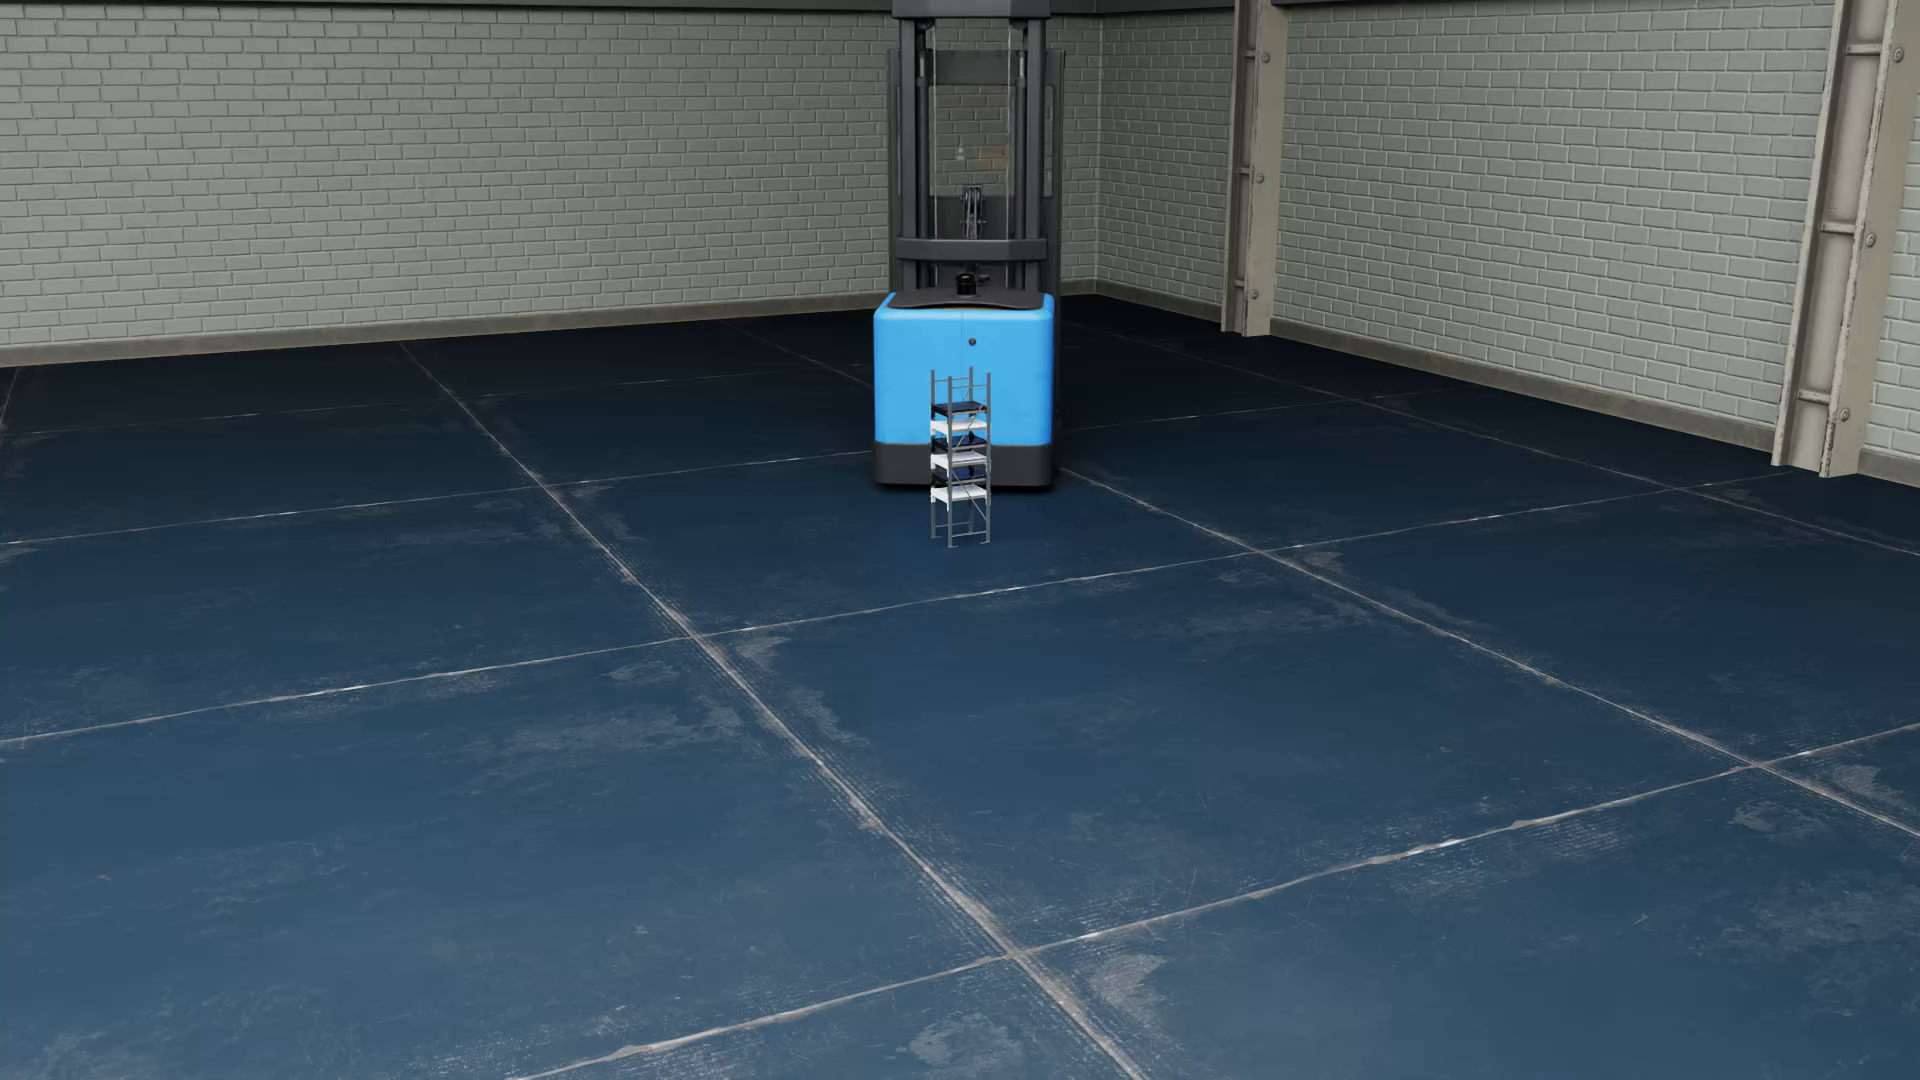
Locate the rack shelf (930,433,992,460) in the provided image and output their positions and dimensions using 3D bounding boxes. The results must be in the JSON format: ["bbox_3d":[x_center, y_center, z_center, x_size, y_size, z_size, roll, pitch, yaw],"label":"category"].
[{"bbox_3d":[0.004,-0.485,8.604,0.258,0.077,0.200,-8,18,-25],"label":"rack shelf"}]

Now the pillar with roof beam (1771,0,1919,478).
[{"bbox_3d":[1.423,-4.249,7.243,9.100,9.000,0.400,-8,18,-25],"label":"pillar with roof beam"}]

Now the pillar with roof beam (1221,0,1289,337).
[{"bbox_3d":[-1.205,-5.737,12.427,9.100,9.000,0.400,-8,18,-25],"label":"pillar with roof beam"}]

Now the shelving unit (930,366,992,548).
[{"bbox_3d":[0.004,-0.431,8.620,0.258,0.900,0.210,-8,18,-25],"label":"shelving unit"}]

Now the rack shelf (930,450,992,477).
[{"bbox_3d":[0.004,-0.398,8.629,0.258,0.077,0.200,-8,18,-25],"label":"rack shelf"}]

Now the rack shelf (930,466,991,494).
[{"bbox_3d":[0.004,-0.312,8.654,0.258,0.077,0.200,-8,18,-25],"label":"rack shelf"}]

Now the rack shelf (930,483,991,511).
[{"bbox_3d":[0.004,-0.225,8.678,0.258,0.077,0.200,-8,18,-25],"label":"rack shelf"}]

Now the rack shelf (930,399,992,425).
[{"bbox_3d":[0.004,-0.658,8.554,0.258,0.077,0.200,-8,18,-25],"label":"rack shelf"}]

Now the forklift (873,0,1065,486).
[{"bbox_3d":[0.110,-2.072,10.656,1.130,2.935,3.031,1,16,4],"label":"forklift"}]

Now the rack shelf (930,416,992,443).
[{"bbox_3d":[0.004,-0.572,8.579,0.258,0.077,0.200,-8,18,-25],"label":"rack shelf"}]

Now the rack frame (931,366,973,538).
[{"bbox_3d":[-0.041,-0.456,8.707,0.240,0.900,0.006,-8,18,-25],"label":"rack frame"}]

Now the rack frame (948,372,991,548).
[{"bbox_3d":[0.048,-0.405,8.532,0.240,0.900,0.006,-8,18,-25],"label":"rack frame"}]
